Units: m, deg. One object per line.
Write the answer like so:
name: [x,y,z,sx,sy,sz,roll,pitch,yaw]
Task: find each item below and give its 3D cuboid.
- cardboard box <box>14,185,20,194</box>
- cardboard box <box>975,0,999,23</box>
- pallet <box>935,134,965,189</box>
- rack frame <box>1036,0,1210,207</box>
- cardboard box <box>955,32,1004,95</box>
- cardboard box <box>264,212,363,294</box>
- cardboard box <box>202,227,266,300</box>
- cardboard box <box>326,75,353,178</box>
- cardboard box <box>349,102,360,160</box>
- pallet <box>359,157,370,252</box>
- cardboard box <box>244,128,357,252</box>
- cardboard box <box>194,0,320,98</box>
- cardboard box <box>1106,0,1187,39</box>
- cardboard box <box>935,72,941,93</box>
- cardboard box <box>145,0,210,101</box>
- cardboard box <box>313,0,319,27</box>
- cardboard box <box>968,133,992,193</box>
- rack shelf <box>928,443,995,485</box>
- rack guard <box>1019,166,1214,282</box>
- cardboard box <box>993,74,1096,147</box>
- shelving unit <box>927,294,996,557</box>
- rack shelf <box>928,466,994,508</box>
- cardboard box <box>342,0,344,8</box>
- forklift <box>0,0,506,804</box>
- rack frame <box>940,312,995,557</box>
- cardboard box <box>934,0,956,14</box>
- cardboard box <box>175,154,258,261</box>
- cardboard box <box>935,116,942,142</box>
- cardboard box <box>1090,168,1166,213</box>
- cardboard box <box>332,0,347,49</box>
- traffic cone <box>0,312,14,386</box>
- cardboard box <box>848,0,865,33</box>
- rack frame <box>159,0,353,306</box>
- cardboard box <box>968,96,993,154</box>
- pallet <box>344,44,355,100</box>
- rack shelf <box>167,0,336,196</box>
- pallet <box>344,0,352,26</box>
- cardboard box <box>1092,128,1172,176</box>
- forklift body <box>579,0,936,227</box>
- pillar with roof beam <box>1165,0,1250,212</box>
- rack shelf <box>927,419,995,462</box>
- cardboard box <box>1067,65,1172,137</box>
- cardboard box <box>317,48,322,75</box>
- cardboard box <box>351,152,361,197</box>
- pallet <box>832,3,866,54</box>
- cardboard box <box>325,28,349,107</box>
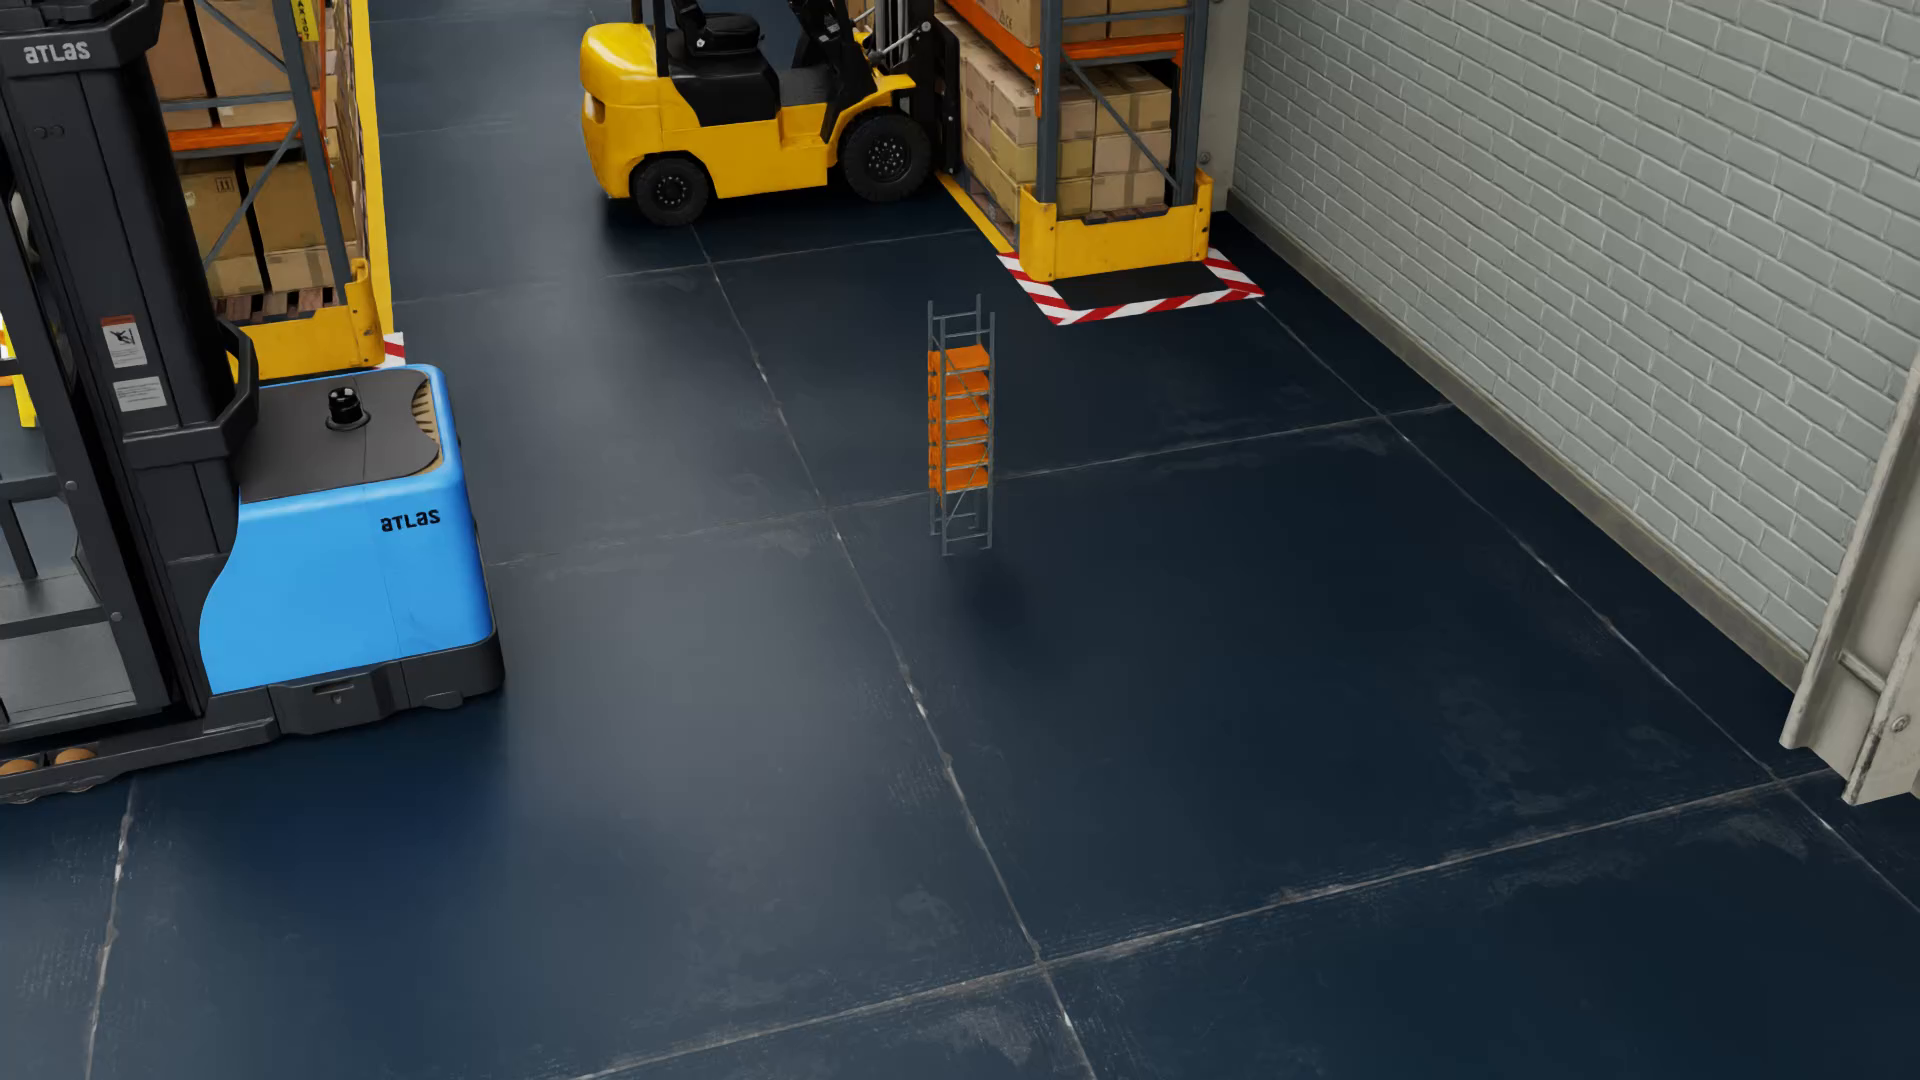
cardboard box: [-5.962,-2.446,10.995,0.500,0.500,0.500,13,36,18]
cardboard box: [0.403,-3.545,10.304,0.500,0.500,0.500,-9,34,-13]
pallet: [0.311,-2.886,11.926,1.003,0.211,1.213,-10,35,-15]
rack frame: [0.953,-3.015,9.592,1.000,3.000,0.127,-10,35,-15]
cardboard box: [0.190,-3.180,11.048,0.500,0.250,0.500,-10,35,-14]
cardboard box: [-3.756,-1.677,9.680,0.500,0.250,0.500,-10,35,-15]
cardboard box: [-4.283,-1.598,9.561,0.500,0.250,0.500,-10,35,-15]
cardboard box: [-4.073,-2.540,10.307,0.500,0.500,0.500,-9,35,-14]
cardboard box: [-4.385,-2.764,11.325,0.500,0.250,0.500,-11,35,-16]
pallet: [-4.379,-2.127,10.777,1.003,0.211,1.213,-10,35,-15]
cardboard box: [-3.764,-2.002,9.492,0.500,0.500,0.500,-11,35,-16]
cardboard box: [-3.654,-2.640,8.664,0.500,0.500,0.500,-11,35,-15]
cardboard box: [1.066,-3.364,10.029,0.500,0.500,0.500,-9,34,-13]
cardboard box: [0.037,-3.251,11.609,0.500,0.250,0.500,-10,35,-15]
cardboard box: [-4.201,-2.583,8.578,0.500,0.500,0.500,-11,35,-16]
cardboard box: [-3.971,-3.179,9.479,0.500,0.500,0.500,-11,35,-16]
cardboard box: [0.366,-2.500,10.925,0.500,0.250,0.500,-10,35,-15]
rack shelf: [0.004,-0.356,7.498,0.258,0.103,0.180,-10,35,-15]
rack guard: [0.960,-1.960,10.262,1.175,0.500,0.348,-10,35,-15]
cardboard box: [0.515,-2.650,10.246,0.500,0.250,0.500,-9,34,-13]
shelving unit: [0.004,-0.493,7.408,0.258,1.200,0.189,-10,35,-15]
rack shelf: [0.004,-0.256,7.565,0.258,0.103,0.180,-10,35,-15]
cardboard box: [-5.818,-4.773,14.256,0.950,0.372,0.625,-11,35,-16]
forklift: [-3.426,-0.560,5.939,3.031,2.935,1.130,-11,35,-16]
rack frame: [0.032,-0.445,7.335,0.240,1.200,0.006,-10,35,-15]
cardboard box: [-0.110,-3.724,11.872,0.500,0.250,0.500,-9,34,-13]
cardboard box: [-4.266,-1.896,9.332,0.500,0.500,0.500,-10,35,-14]
cardboard box: [0.042,-3.033,11.732,0.500,0.250,0.500,-9,34,-13]
cardboard box: [0.989,-2.334,10.675,0.500,0.250,0.500,-10,35,-15]
cardboard box: [-5.378,-4.009,13.100,0.950,0.372,0.625,-8,34,-12]
traffic cone: [-5.133,-1.129,9.039,0.336,0.463,0.334,-10,35,-15]
cardboard box: [-0.437,-4.572,13.721,0.875,0.625,0.625,-8,34,-13]
rack frame: [-3.773,-2.179,8.326,1.000,3.000,0.127,-10,35,-15]
cardboard box: [0.364,-2.720,10.805,0.500,0.250,0.500,-10,35,-15]
pallet: [-5.232,-3.524,12.891,1.003,0.211,1.213,-10,35,-15]
rack shelf: [-4.383,-2.929,10.114,1.077,0.370,4.000,-10,35,-15]
pallet: [-5.977,-4.805,14.830,1.003,0.211,1.213,-10,35,-15]
cardboard box: [1.007,-2.534,10.523,0.500,0.250,0.500,-9,35,-14]
forklift body: [-1.363,-3.350,10.869,2.313,2.155,1.214,-10,35,-15]
pillar with roof beam: [-2.501,-5.311,7.626,9.100,9.000,0.400,-10,35,-15]
rack shelf: [0.004,-0.456,7.432,0.258,0.103,0.180,-10,35,-15]
cardboard box: [0.986,-2.745,10.389,0.500,0.250,0.500,-11,35,-15]
cardboard box: [-3.808,-2.711,9.360,0.380,0.149,0.250,-9,35,-14]
cardboard box: [-4.083,-2.230,10.518,0.500,0.250,0.500,-8,34,-12]
pallet: [-0.529,-4.332,14.115,1.003,0.211,1.213,-10,35,-15]
cardboard box: [-4.401,-3.087,11.134,0.500,0.500,0.500,-9,35,-14]
